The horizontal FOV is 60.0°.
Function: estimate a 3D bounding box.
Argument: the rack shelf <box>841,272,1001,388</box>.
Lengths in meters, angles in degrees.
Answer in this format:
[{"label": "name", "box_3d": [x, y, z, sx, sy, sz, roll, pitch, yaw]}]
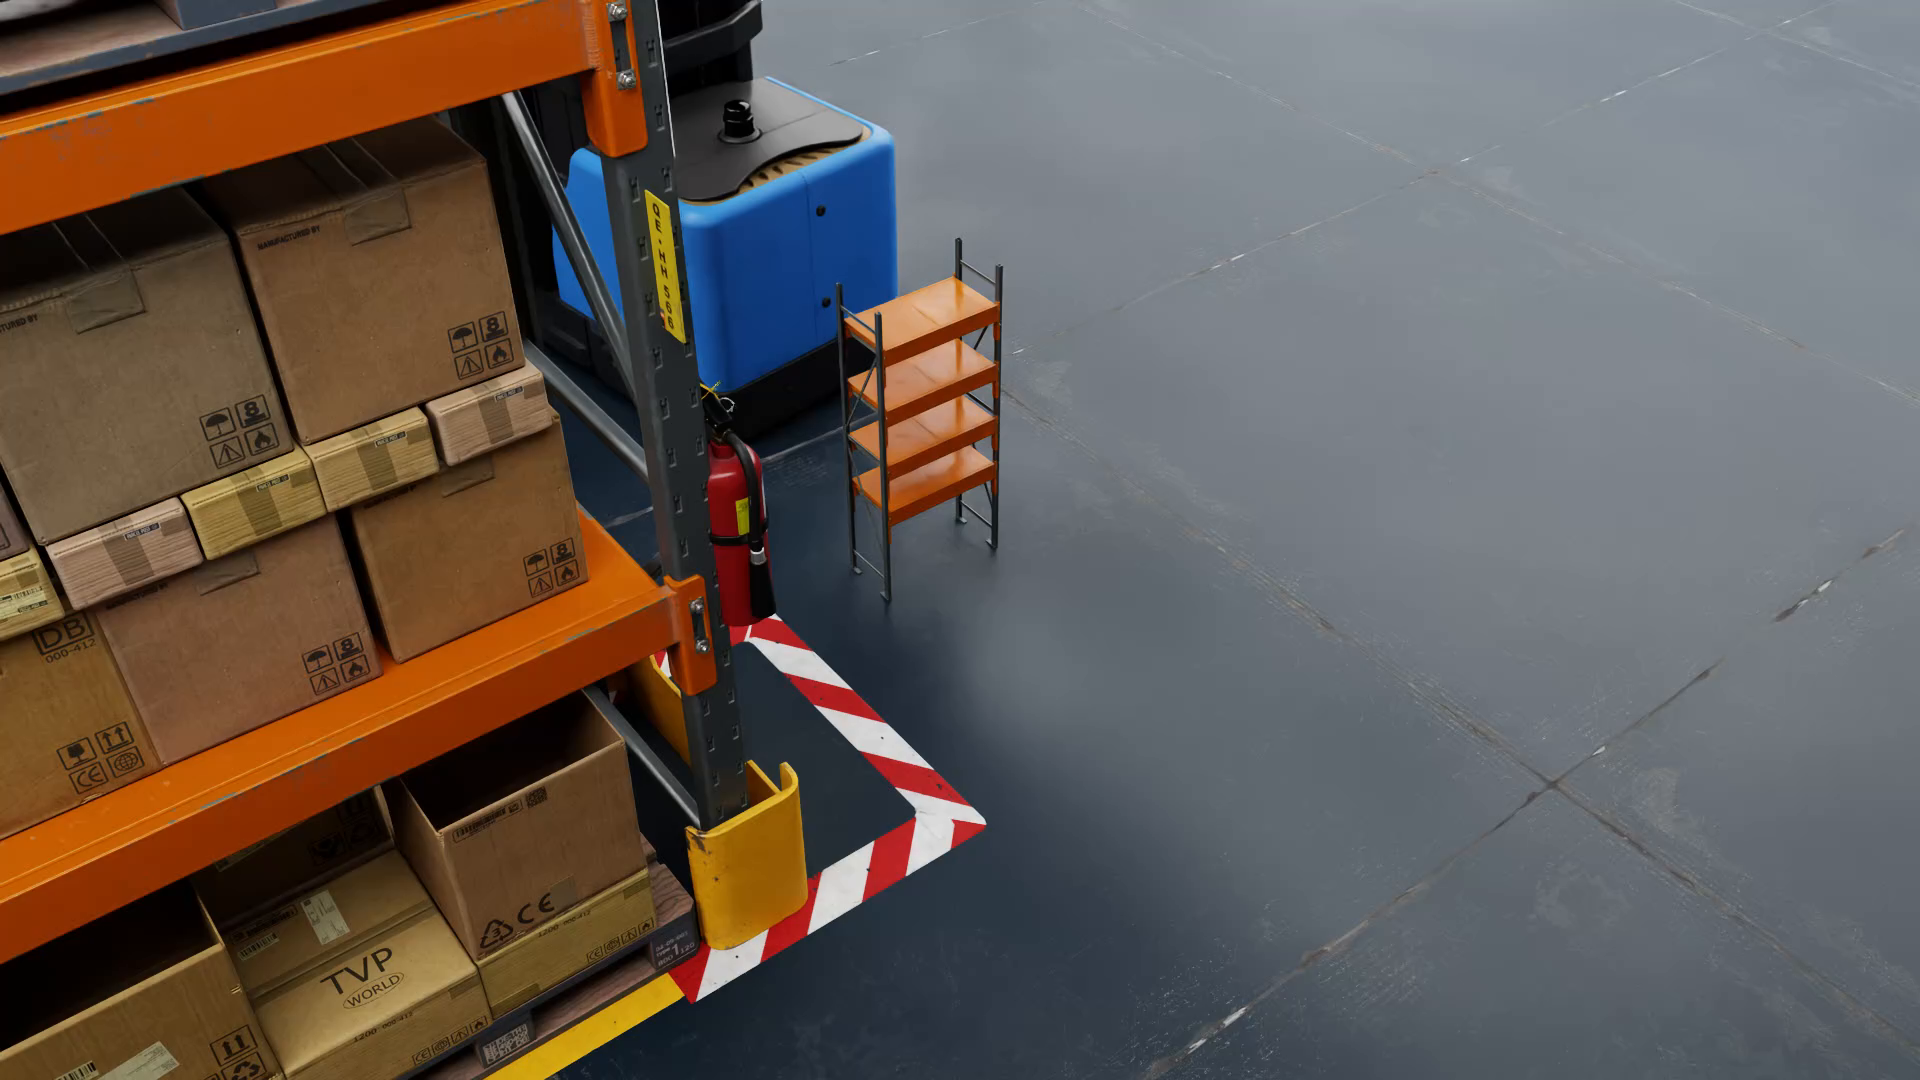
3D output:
[{"label": "rack shelf", "box_3d": [-0.131, -0.704, 5.542, 0.480, 0.148, 0.258, -26, 46, -28]}]

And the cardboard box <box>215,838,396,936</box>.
[{"label": "cardboard box", "box_3d": [-1.892, 0.883, 4.645, 0.500, 0.250, 0.500, -26, 46, -28]}]

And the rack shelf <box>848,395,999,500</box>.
[{"label": "rack shelf", "box_3d": [-0.131, -0.348, 5.834, 0.480, 0.148, 0.258, -26, 46, -28]}]

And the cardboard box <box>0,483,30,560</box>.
[{"label": "cardboard box", "box_3d": [-2.170, -0.253, 3.091, 0.500, 0.500, 0.700, -26, 46, -28]}]

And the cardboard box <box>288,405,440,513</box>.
[{"label": "cardboard box", "box_3d": [-1.331, -0.252, 3.602, 0.250, 0.149, 0.380, -25, 45, -27]}]

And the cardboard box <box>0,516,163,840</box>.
[{"label": "cardboard box", "box_3d": [-2.126, 0.222, 3.536, 0.500, 0.500, 0.700, -26, 46, -28]}]

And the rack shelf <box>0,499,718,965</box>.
[{"label": "rack shelf", "box_3d": [-2.523, 0.743, 3.546, 4.000, 0.370, 1.077, -26, 46, -28]}]

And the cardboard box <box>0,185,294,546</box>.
[{"label": "cardboard box", "box_3d": [-1.771, -0.448, 3.329, 0.500, 0.500, 0.700, -27, 47, -29]}]

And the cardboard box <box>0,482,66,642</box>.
[{"label": "cardboard box", "box_3d": [-1.942, 0.045, 3.240, 0.250, 0.149, 0.380, -25, 45, -27]}]

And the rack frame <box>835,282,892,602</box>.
[{"label": "rack frame", "box_3d": [-0.325, -0.306, 5.677, 0.015, 1.200, 0.240, -26, 46, -28]}]

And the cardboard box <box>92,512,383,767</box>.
[{"label": "cardboard box", "box_3d": [-1.729, 0.033, 3.766, 0.500, 0.500, 0.700, -25, 45, -27]}]

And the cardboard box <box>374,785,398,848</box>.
[{"label": "cardboard box", "box_3d": [-1.498, 0.688, 4.883, 0.500, 0.250, 0.500, -26, 46, -28]}]

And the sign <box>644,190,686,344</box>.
[{"label": "sign", "box_3d": [-0.618, -0.569, 3.479, 0.005, 0.325, 0.100, -26, 46, -28]}]

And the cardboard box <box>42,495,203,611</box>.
[{"label": "cardboard box", "box_3d": [-1.734, -0.057, 3.364, 0.250, 0.149, 0.380, -25, 46, -28]}]

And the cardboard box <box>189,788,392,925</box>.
[{"label": "cardboard box", "box_3d": [-1.893, 0.592, 4.408, 0.500, 0.500, 0.500, -26, 46, -28]}]

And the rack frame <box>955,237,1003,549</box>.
[{"label": "rack frame", "box_3d": [0.062, -0.494, 5.906, 0.015, 1.200, 0.240, -26, 46, -28]}]

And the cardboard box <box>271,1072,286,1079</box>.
[{"label": "cardboard box", "box_3d": [-1.967, 1.342, 4.086, 0.500, 0.250, 0.500, -26, 46, -28]}]

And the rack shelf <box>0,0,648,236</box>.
[{"label": "rack shelf", "box_3d": [-2.523, -0.417, 2.595, 4.000, 0.370, 1.077, -26, 46, -28]}]

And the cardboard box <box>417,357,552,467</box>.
[{"label": "cardboard box", "box_3d": [-1.124, -0.354, 3.726, 0.250, 0.149, 0.380, -27, 46, -29]}]

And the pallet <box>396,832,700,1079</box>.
[{"label": "pallet", "box_3d": [-1.518, 1.087, 4.759, 1.213, 0.211, 1.003, -26, 46, -28]}]

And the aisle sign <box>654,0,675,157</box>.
[{"label": "aisle sign", "box_3d": [-0.706, -1.191, 3.287, 0.004, 0.787, 0.394, -26, 46, -28]}]

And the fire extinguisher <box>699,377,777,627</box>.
[{"label": "fire extinguisher", "box_3d": [-0.560, -0.090, 4.056, 0.183, 0.674, 0.296, -26, 46, -28]}]

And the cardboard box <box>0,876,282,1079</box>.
[{"label": "cardboard box", "box_3d": [-1.965, 1.054, 3.846, 0.500, 0.500, 0.500, -26, 46, -28]}]

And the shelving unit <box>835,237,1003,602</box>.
[{"label": "shelving unit", "box_3d": [-0.131, -0.400, 5.791, 0.503, 1.200, 0.258, -26, 46, -28]}]

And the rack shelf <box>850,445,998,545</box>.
[{"label": "rack shelf", "box_3d": [-0.131, -0.194, 5.960, 0.480, 0.148, 0.258, -26, 46, -28]}]

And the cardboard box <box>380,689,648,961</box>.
[{"label": "cardboard box", "box_3d": [-1.181, 0.660, 4.326, 0.500, 0.500, 0.500, -26, 46, -28]}]

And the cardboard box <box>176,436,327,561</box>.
[{"label": "cardboard box", "box_3d": [-1.533, -0.153, 3.481, 0.250, 0.149, 0.380, -27, 46, -29]}]

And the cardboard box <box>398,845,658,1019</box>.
[{"label": "cardboard box", "box_3d": [-1.182, 0.949, 4.565, 0.500, 0.250, 0.500, -26, 46, -28]}]

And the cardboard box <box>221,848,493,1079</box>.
[{"label": "cardboard box", "box_3d": [-1.571, 1.148, 4.323, 0.500, 0.250, 0.500, -26, 46, -28]}]

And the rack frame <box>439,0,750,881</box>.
[{"label": "rack frame", "box_3d": [-0.937, -0.308, 4.260, 0.127, 3.000, 1.000, -26, 46, -28]}]

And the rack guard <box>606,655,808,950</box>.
[{"label": "rack guard", "box_3d": [-0.918, 0.649, 5.065, 0.348, 0.500, 1.175, -26, 46, -28]}]

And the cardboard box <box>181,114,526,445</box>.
[{"label": "cardboard box", "box_3d": [-1.357, -0.654, 3.580, 0.500, 0.500, 0.700, -26, 46, -28]}]

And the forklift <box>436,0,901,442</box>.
[{"label": "forklift", "box_3d": [-1.644, -2.338, 6.790, 3.031, 2.935, 1.130, 32, 49, 33]}]

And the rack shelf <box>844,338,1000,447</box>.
[{"label": "rack shelf", "box_3d": [-0.131, -0.521, 5.692, 0.480, 0.148, 0.258, -26, 46, -28]}]

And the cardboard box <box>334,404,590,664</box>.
[{"label": "cardboard box", "box_3d": [-1.315, -0.173, 4.017, 0.500, 0.500, 0.700, -26, 46, -28]}]
